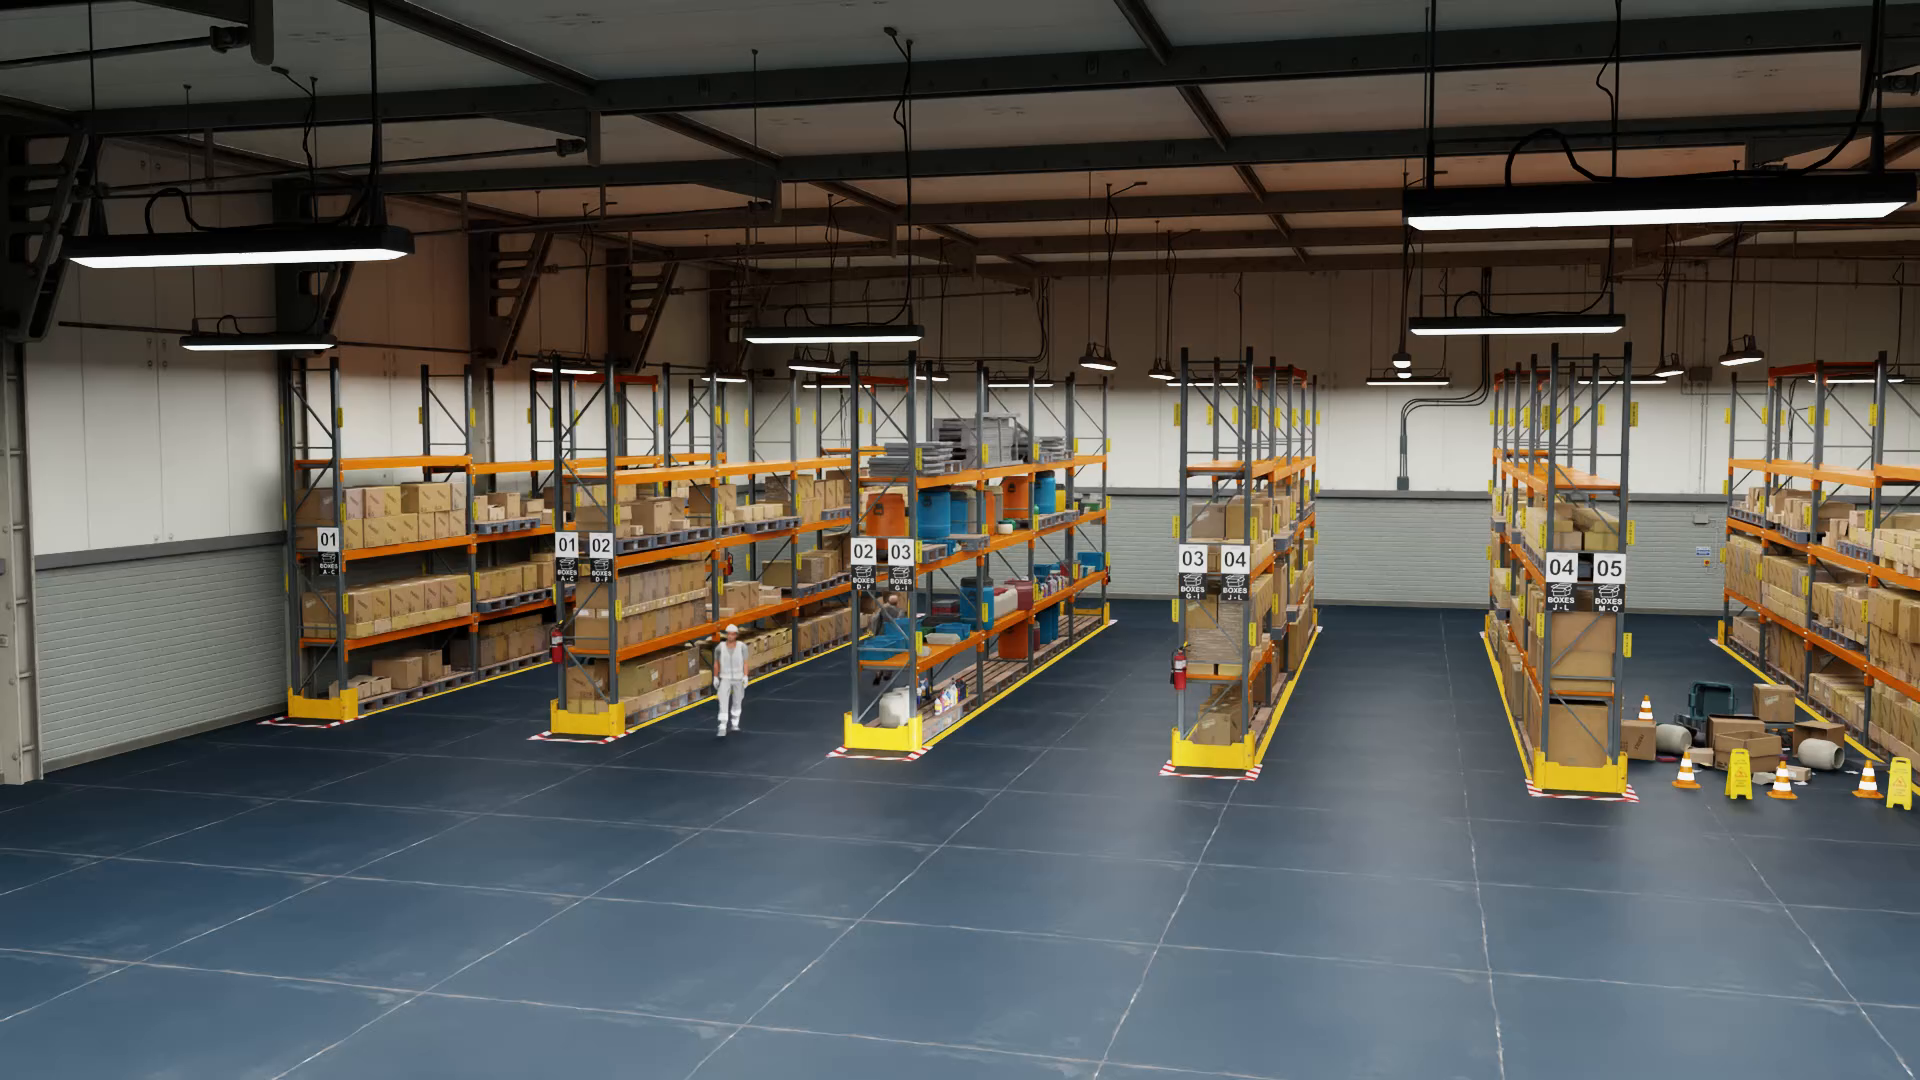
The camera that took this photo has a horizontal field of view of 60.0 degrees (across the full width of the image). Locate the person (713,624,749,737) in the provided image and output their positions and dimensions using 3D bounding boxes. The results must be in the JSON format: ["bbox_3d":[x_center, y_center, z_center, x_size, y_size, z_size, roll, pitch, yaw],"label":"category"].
[{"bbox_3d":[-3.581,2.188,26.088,0.559,1.731,1.039,-1,4,-12],"label":"person"}]

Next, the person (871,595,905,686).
[{"bbox_3d":[-1.283,1.825,30.147,0.643,1.604,0.751,1,4,16],"label":"person"}]

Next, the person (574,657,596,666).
[{"bbox_3d":[-6.708,2.038,29.648,0.434,1.532,0.967,0,4,3],"label":"person"}]
